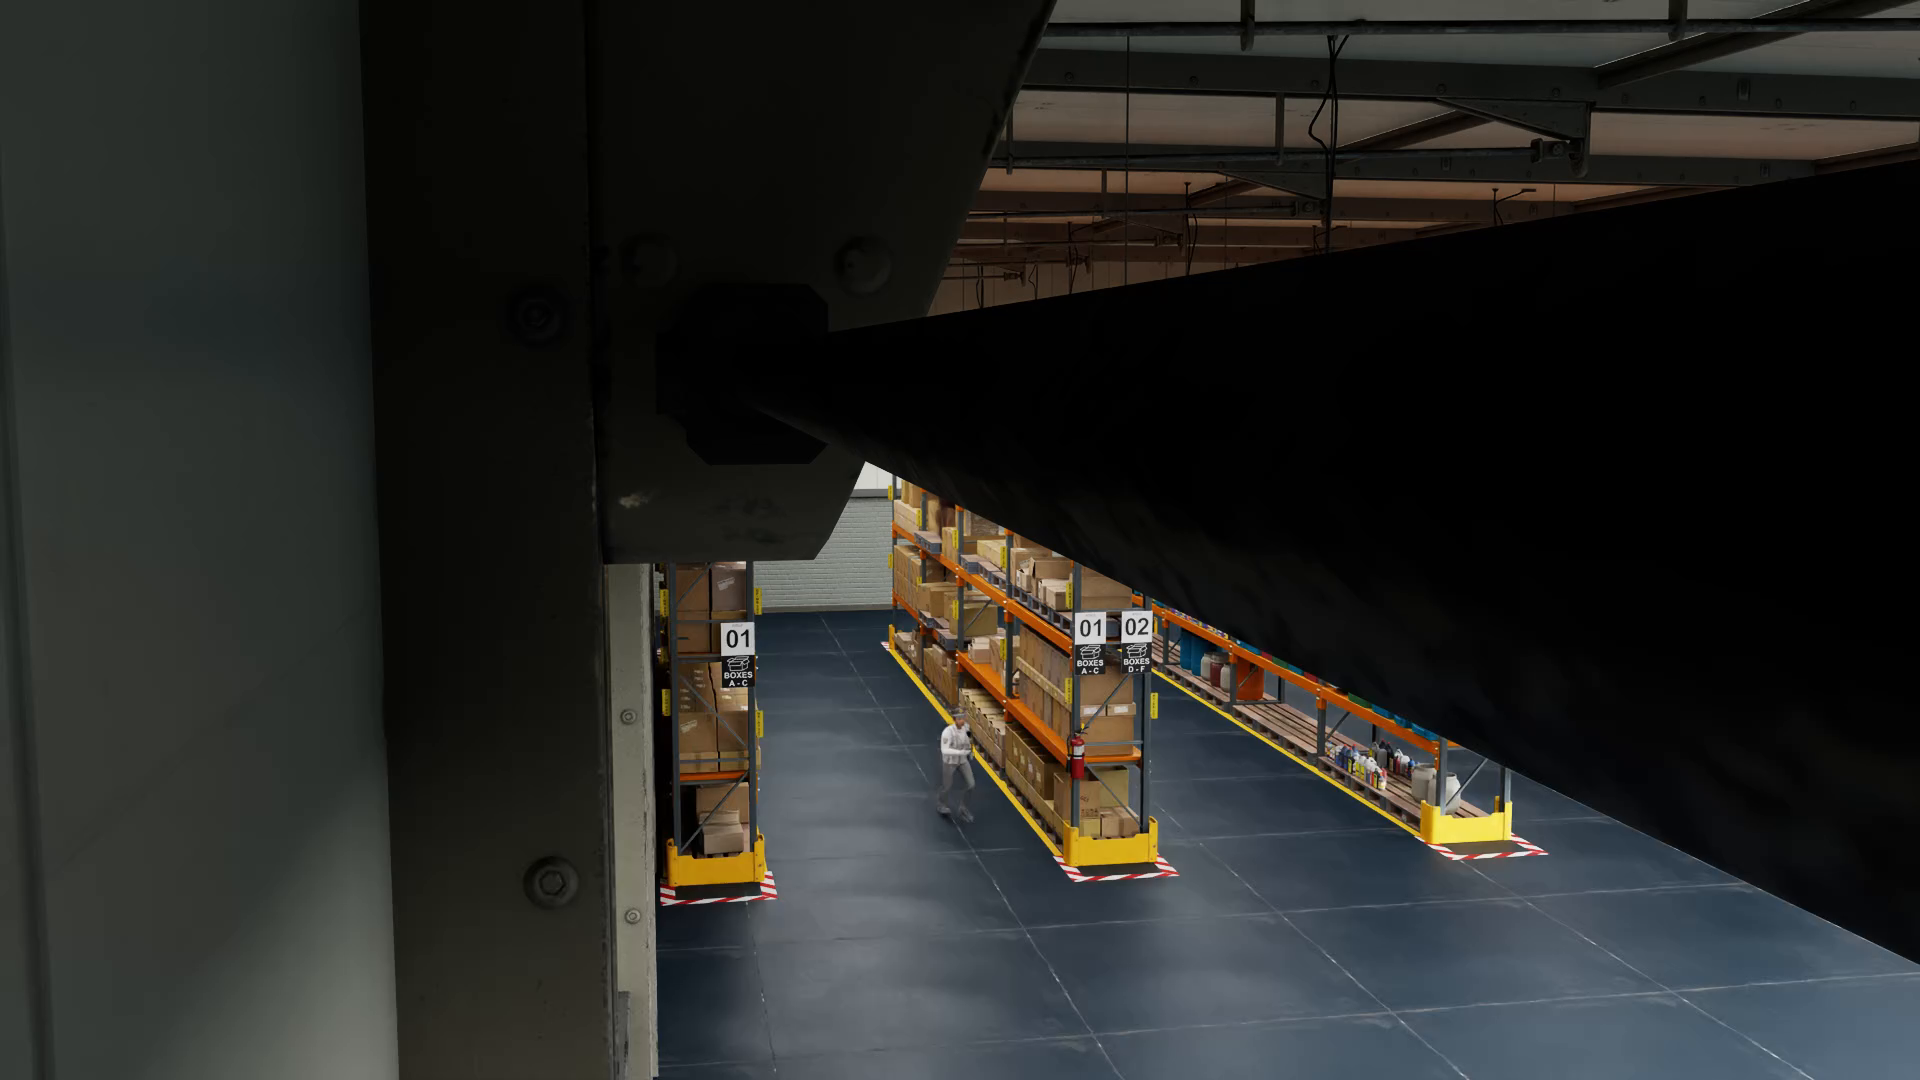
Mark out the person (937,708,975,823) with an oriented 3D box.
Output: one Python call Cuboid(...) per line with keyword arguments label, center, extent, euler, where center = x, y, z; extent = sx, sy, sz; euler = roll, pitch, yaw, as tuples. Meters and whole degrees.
Cuboid(label="person", center=(-0.047, 3.065, 22.821), extent=(0.601, 1.637, 0.933), euler=(-3, 7, -25))
